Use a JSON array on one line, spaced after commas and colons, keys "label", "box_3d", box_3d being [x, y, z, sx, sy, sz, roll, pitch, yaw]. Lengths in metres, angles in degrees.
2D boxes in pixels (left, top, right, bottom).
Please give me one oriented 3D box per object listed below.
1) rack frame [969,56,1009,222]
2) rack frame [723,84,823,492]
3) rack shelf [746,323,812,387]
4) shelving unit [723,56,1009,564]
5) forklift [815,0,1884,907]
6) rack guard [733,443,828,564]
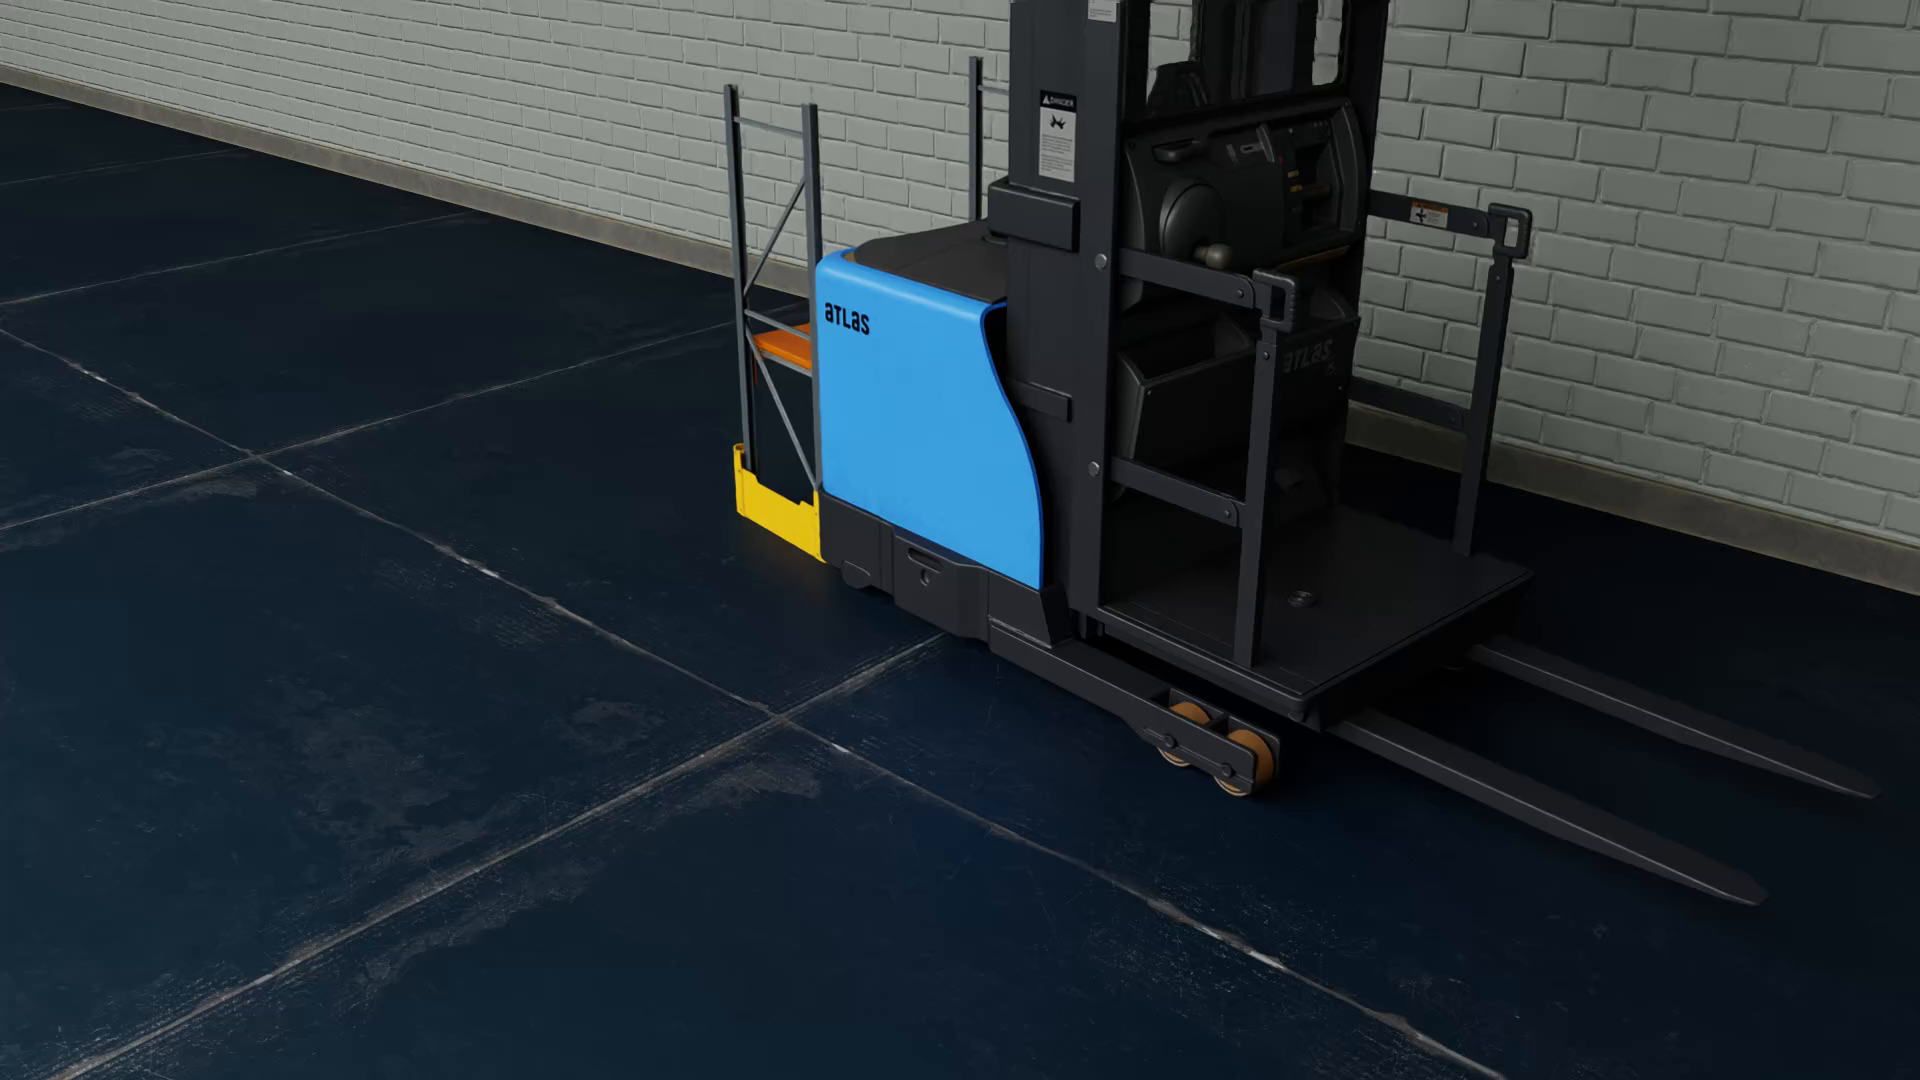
[{"label": "rack frame", "box_3d": [0.199, -0.964, 6.068, 0.032, 1.500, 0.500, -18, 30, -35]}, {"label": "rack frame", "box_3d": [-0.596, -0.705, 5.490, 0.032, 1.500, 0.500, -18, 30, -35]}, {"label": "rack shelf", "box_3d": [-0.198, -0.671, 5.852, 1.000, 0.185, 0.538, -18, 30, -35]}, {"label": "shelving unit", "box_3d": [-0.206, -0.833, 5.774, 1.083, 1.500, 0.587, -18, 30, -35]}, {"label": "forklift", "box_3d": [0.905, -0.915, 4.209, 1.130, 2.935, 3.031, -20, 31, -38]}, {"label": "rack guard", "box_3d": [-0.595, -0.135, 5.746, 0.087, 0.250, 0.587, -18, 30, -35]}]
